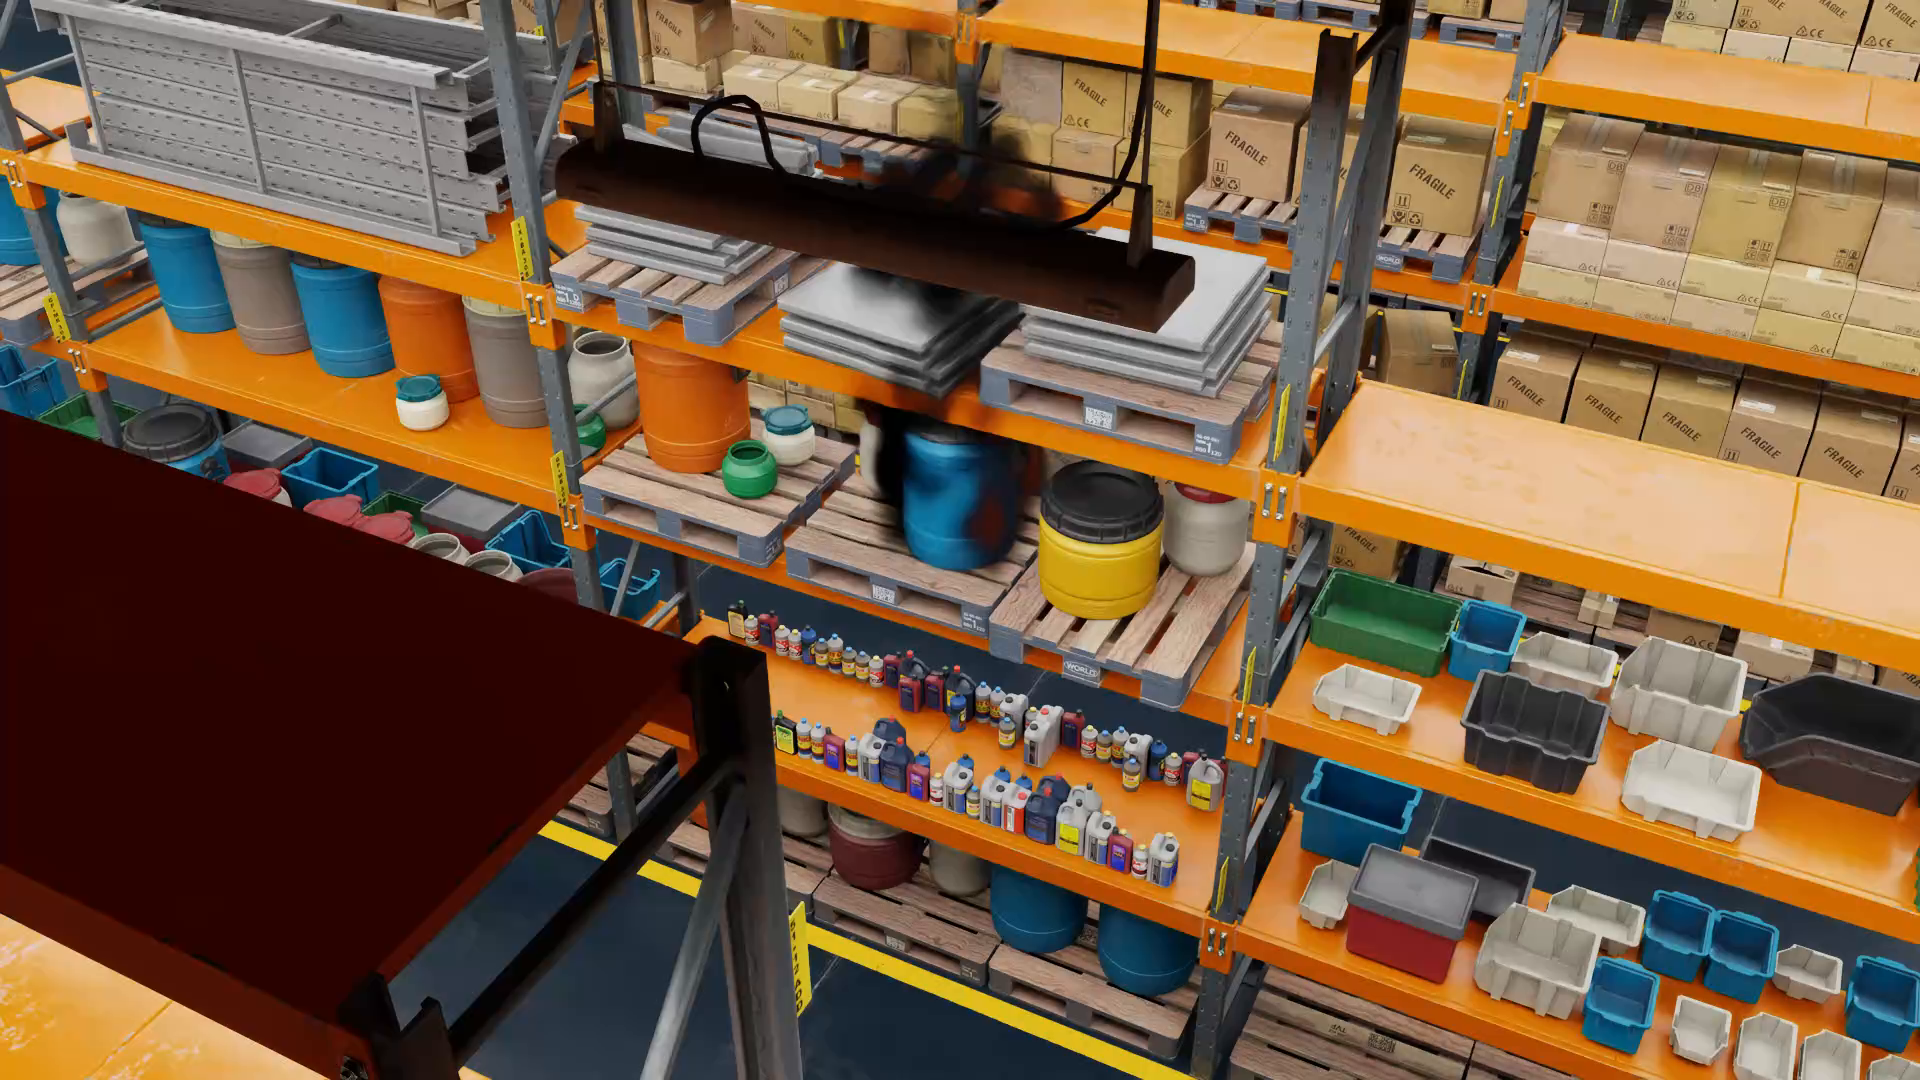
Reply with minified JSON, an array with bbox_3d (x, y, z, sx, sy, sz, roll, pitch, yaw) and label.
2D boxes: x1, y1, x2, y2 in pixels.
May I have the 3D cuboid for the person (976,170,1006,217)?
[{"bbox_3d":[0.208,-2.931,16.614,0.540,1.656,0.608,9,36,12],"label":"person"}]
